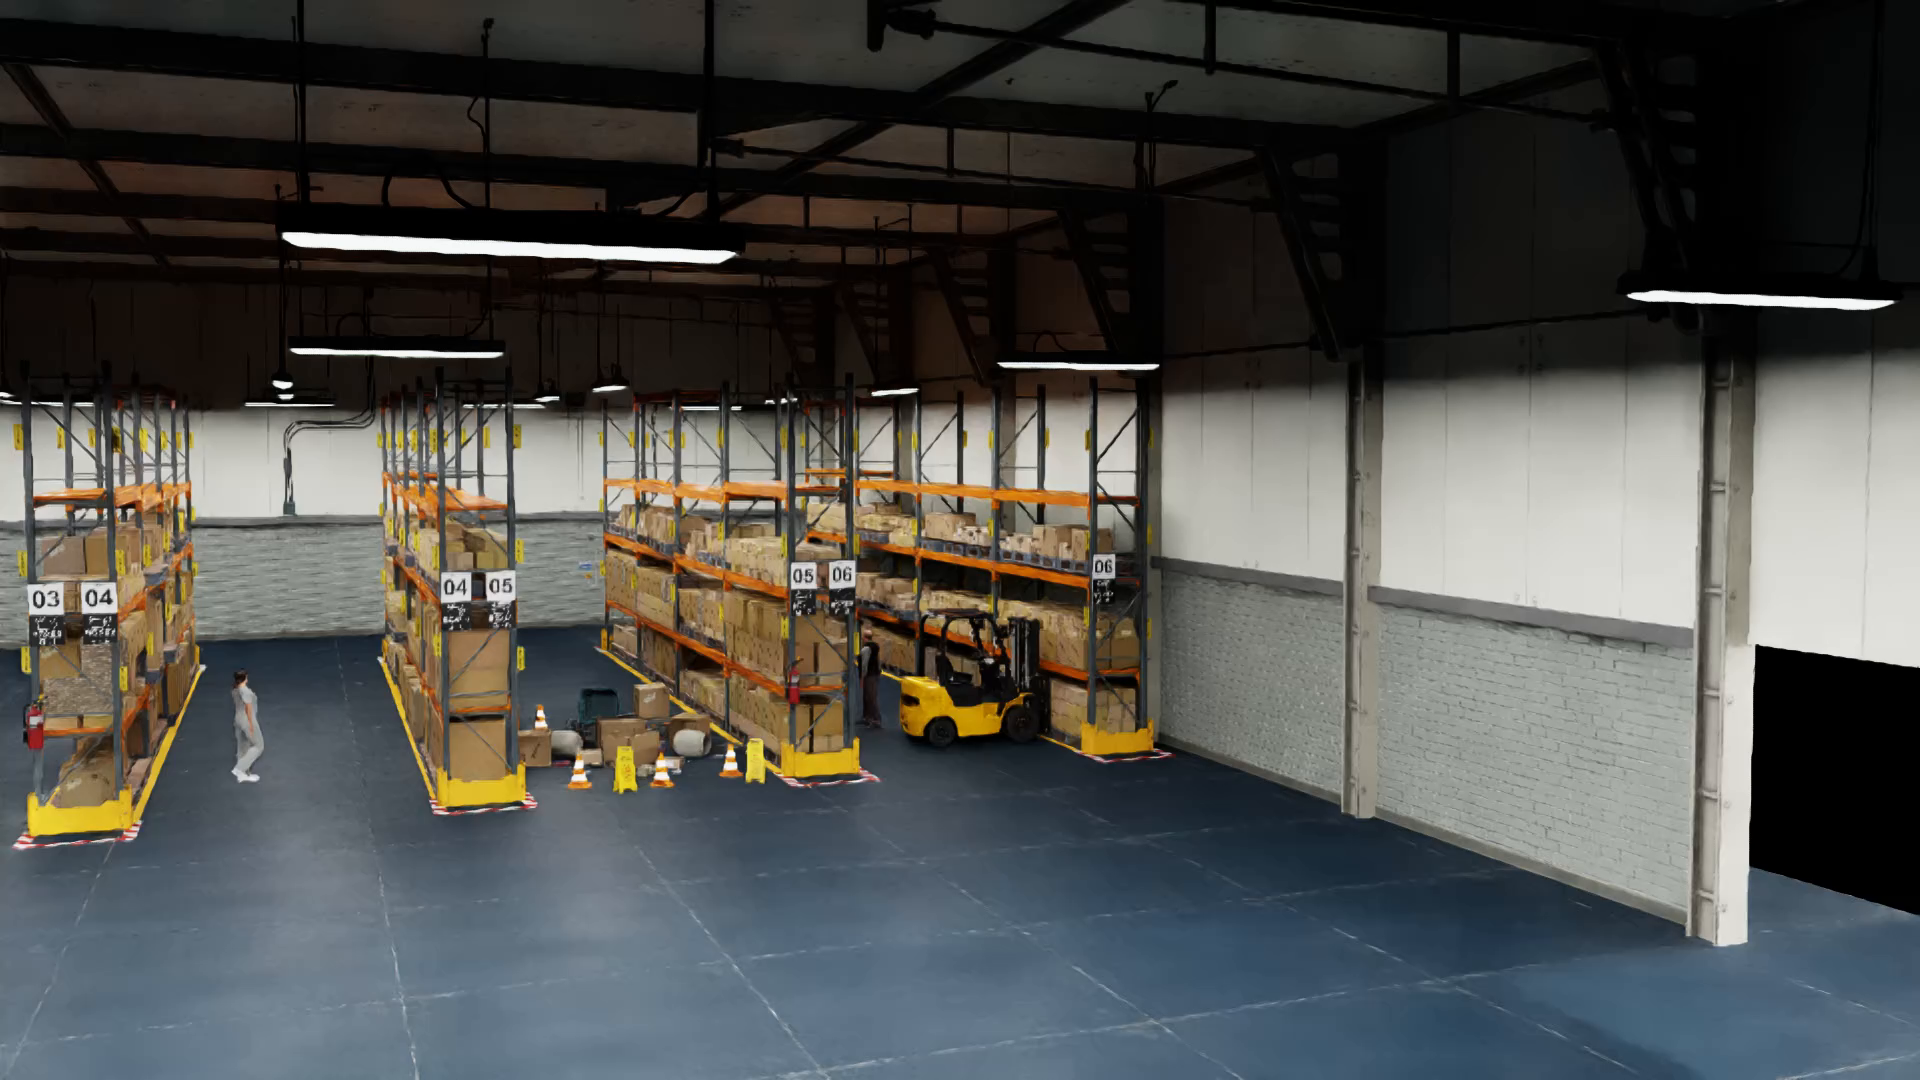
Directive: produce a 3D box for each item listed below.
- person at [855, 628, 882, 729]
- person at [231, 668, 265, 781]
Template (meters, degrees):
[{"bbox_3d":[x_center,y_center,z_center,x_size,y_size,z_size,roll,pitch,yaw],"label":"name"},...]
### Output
[{"bbox_3d":[-1.617,2.390,28.871,0.576,1.718,0.626,1,3,10],"label":"person"},{"bbox_3d":[-10.464,2.703,24.310,0.503,1.670,0.432,3,5,41],"label":"person"}]
